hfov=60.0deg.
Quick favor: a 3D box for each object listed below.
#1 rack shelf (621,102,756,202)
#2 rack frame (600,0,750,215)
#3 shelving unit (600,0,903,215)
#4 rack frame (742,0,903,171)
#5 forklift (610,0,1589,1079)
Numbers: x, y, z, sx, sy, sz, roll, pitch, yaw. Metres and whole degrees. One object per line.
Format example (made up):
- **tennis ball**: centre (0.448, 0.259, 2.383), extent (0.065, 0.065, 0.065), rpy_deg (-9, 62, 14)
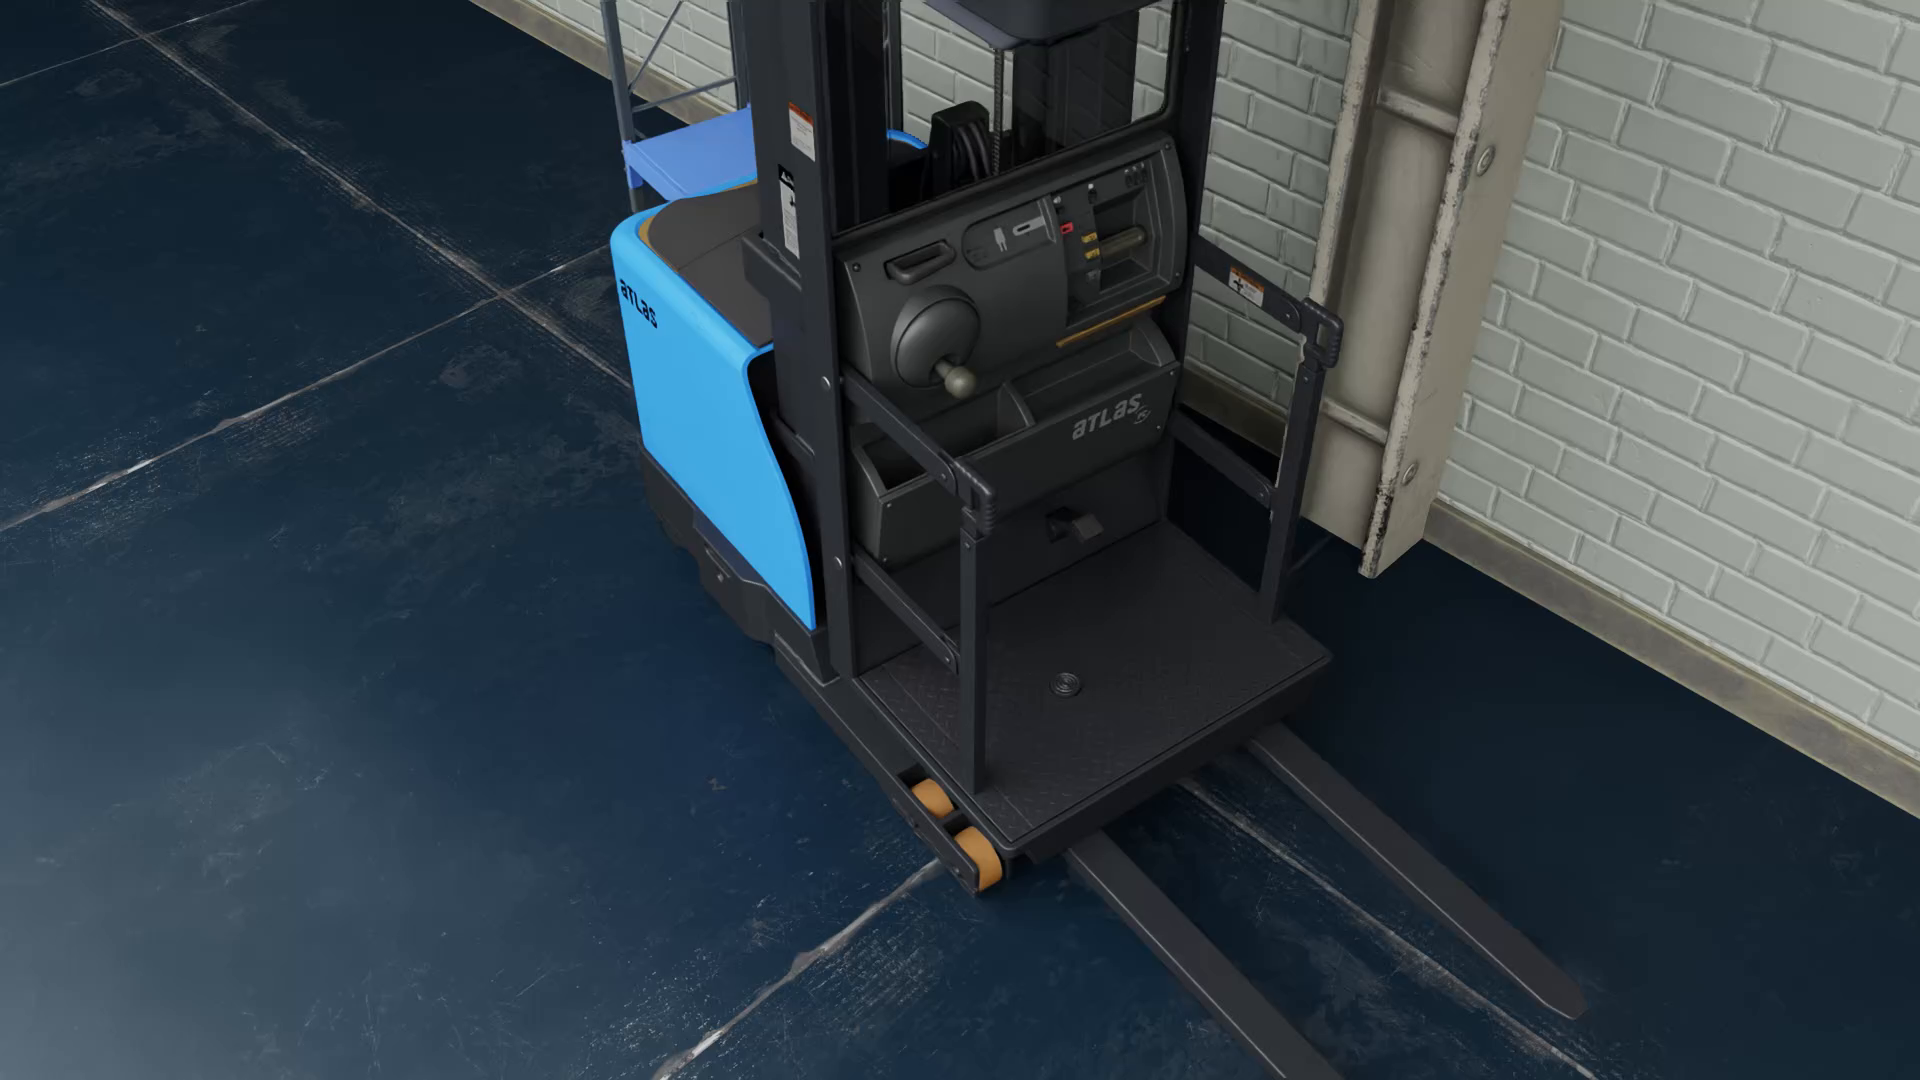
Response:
- **rack shelf**: centre (-0.680, -1.142, 5.646), extent (0.538, 0.185, 1.000), rpy_deg (-25, 48, -25)
- **rack frame**: centre (-0.969, -1.558, 5.831), extent (0.500, 1.500, 0.032), rpy_deg (-25, 48, -25)
- **shelving unit**: centre (-0.680, -1.274, 5.524), extent (0.538, 1.500, 1.048), rpy_deg (-25, 48, -25)
- **rack frame**: centre (-0.391, -0.990, 5.216), extent (0.500, 1.500, 0.032), rpy_deg (-25, 48, -25)
- **forklift**: centre (0.275, -0.553, 3.689), extent (1.130, 2.935, 3.031), rpy_deg (-26, 49, -25)
